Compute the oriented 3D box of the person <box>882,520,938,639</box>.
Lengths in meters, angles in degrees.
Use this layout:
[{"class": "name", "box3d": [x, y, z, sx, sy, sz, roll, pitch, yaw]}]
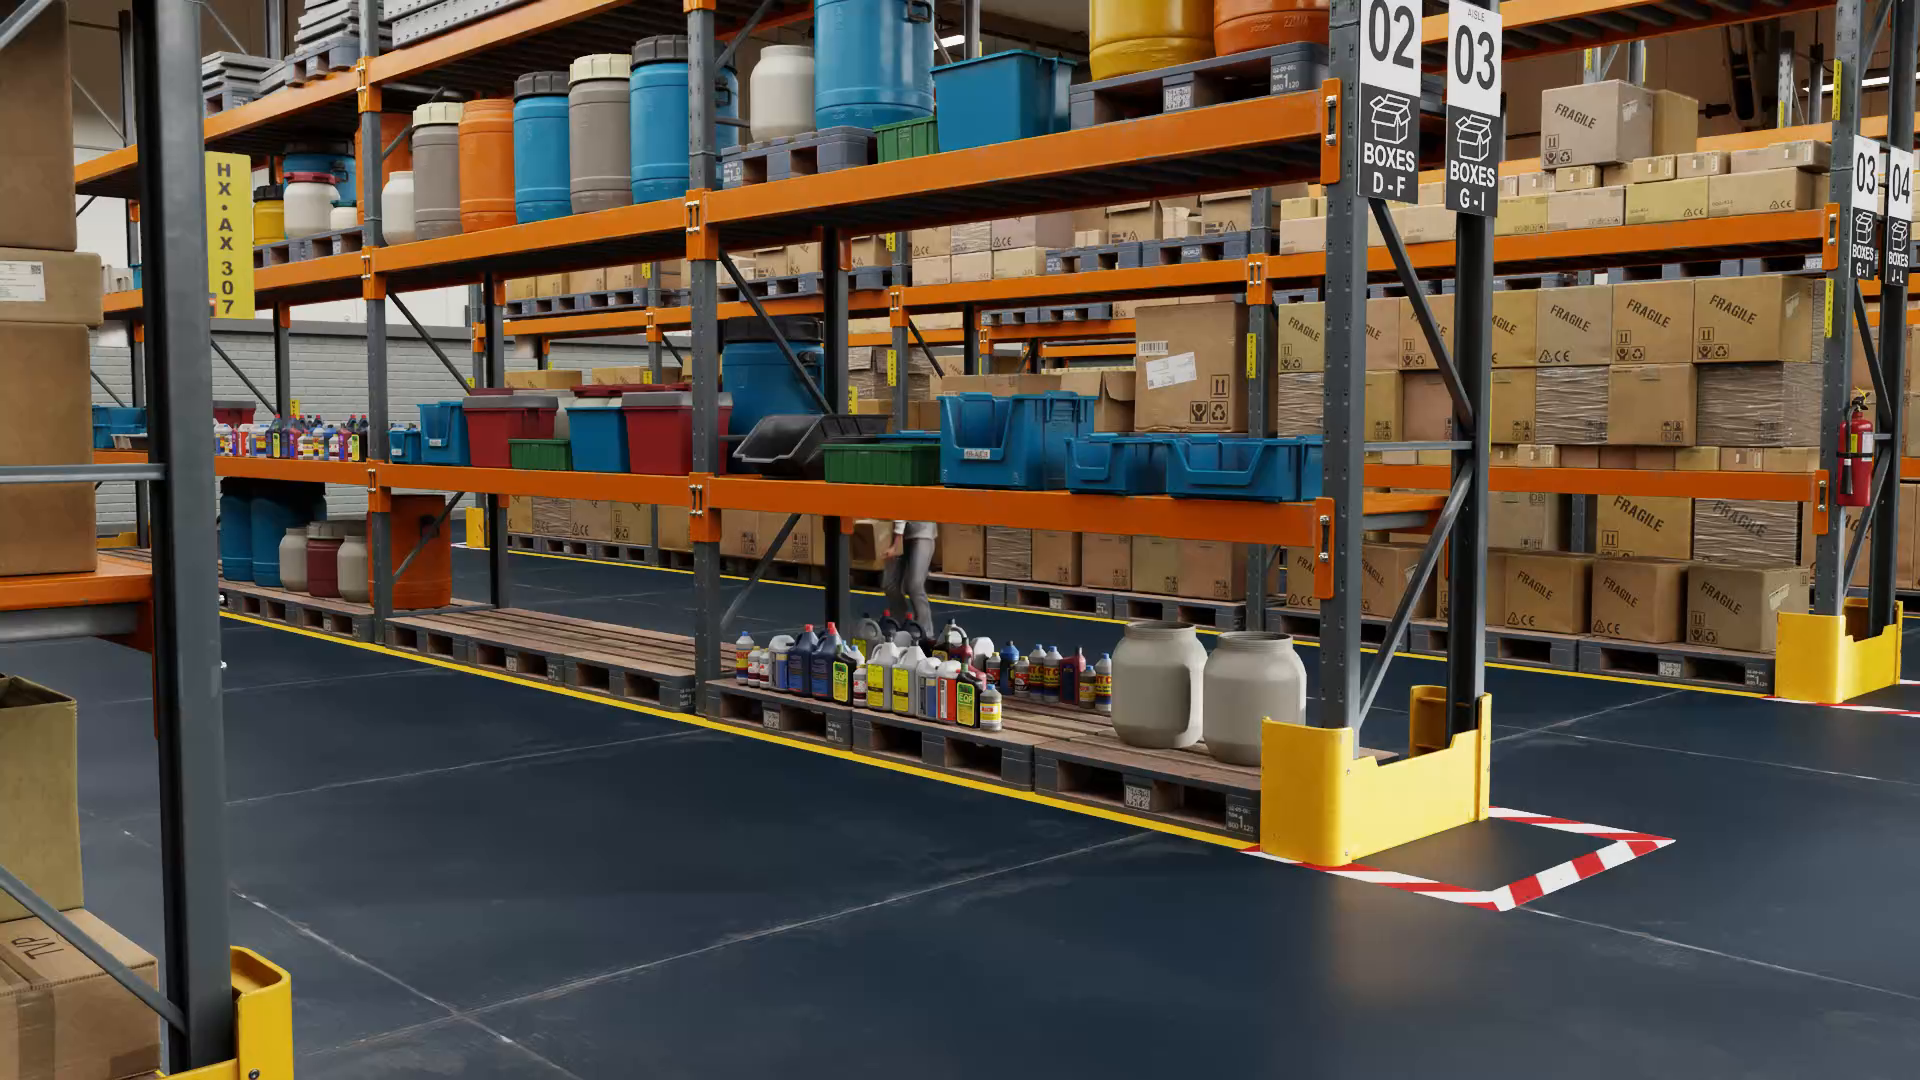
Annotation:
[{"class": "person", "box3d": [-0.409, 0.042, 11.318, 0.558, 1.514, 0.372, -4, 6, -45]}]
